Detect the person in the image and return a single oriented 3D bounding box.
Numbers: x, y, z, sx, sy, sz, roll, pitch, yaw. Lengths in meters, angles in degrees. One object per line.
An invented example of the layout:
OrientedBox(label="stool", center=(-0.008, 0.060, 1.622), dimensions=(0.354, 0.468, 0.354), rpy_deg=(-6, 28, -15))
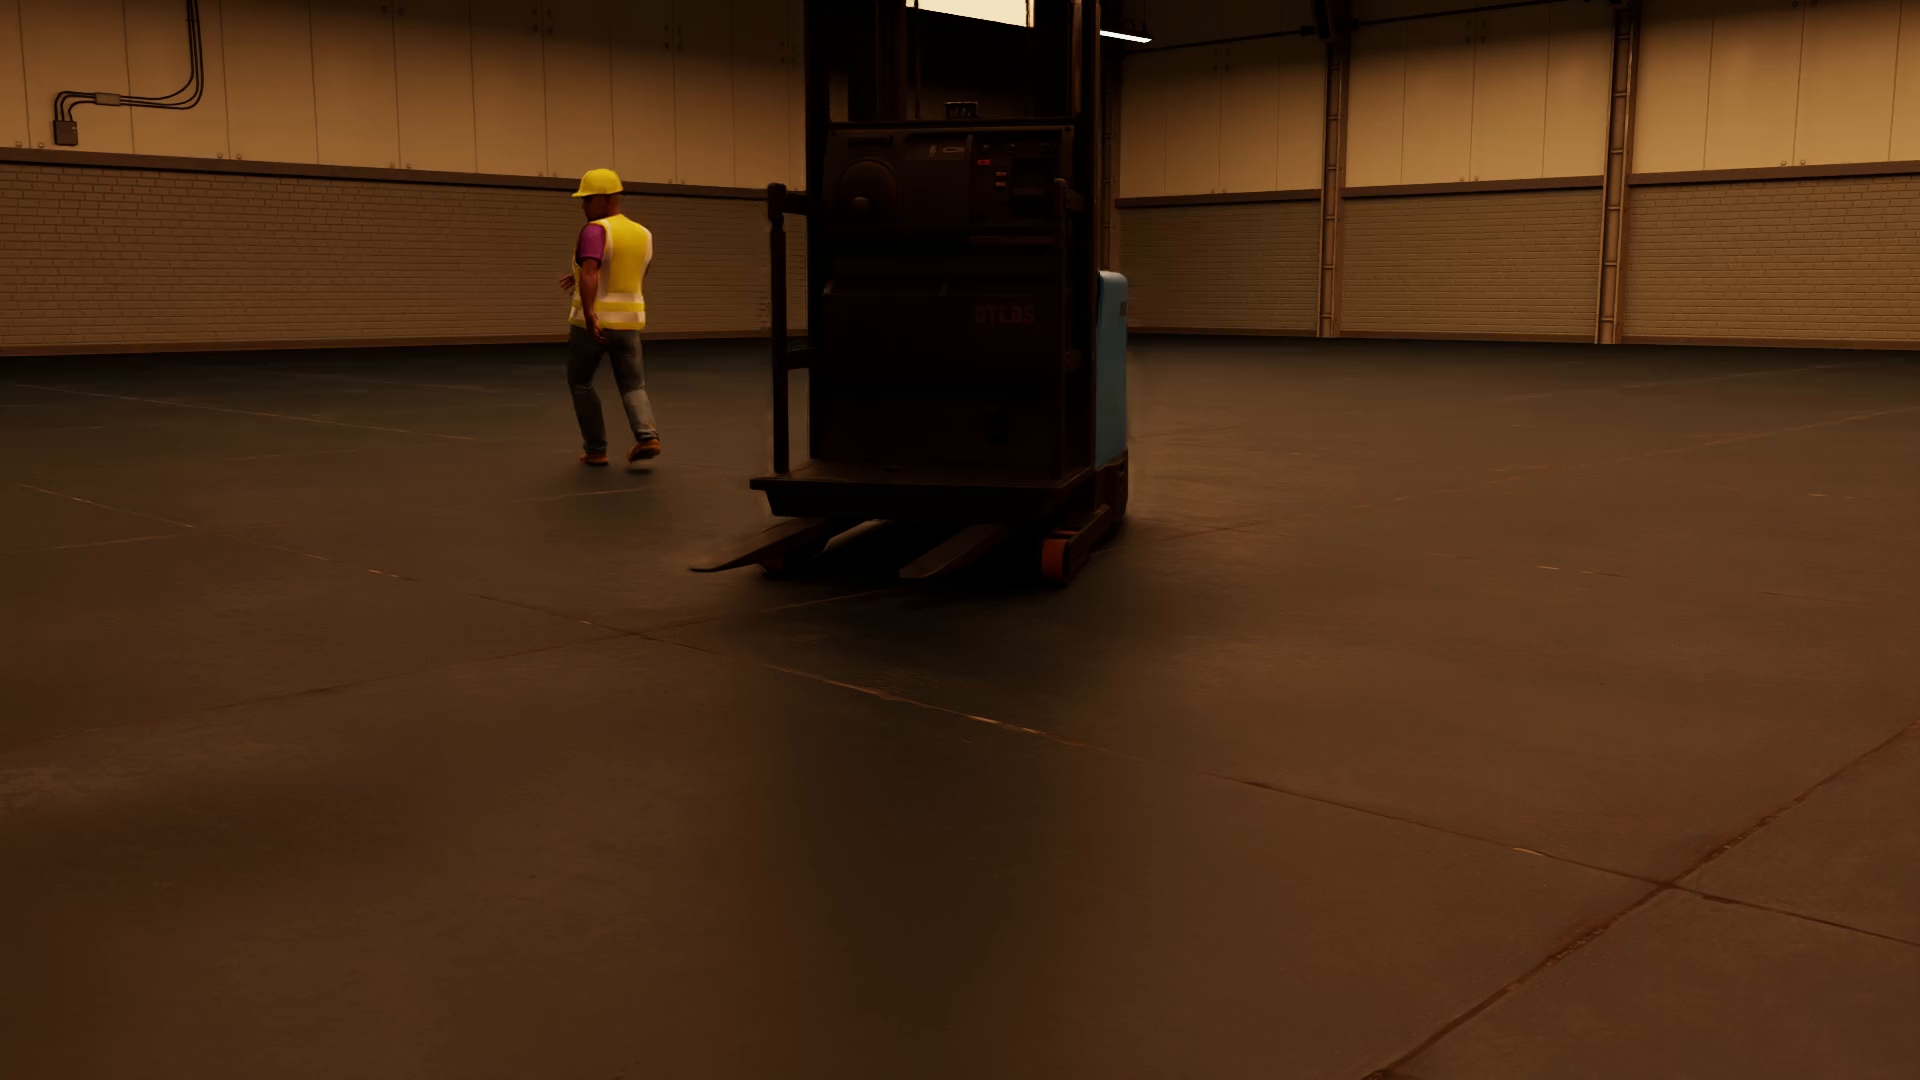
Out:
OrientedBox(label="person", center=(-1.978, -1.238, 9.371), dimensions=(0.608, 1.677, 0.901), rpy_deg=(-6, 11, -37))

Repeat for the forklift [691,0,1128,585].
OrientedBox(label="forklift", center=(-0.092, -1.355, 5.872), dimensions=(1.130, 2.935, 3.031), rpy_deg=(2, 9, 13))
